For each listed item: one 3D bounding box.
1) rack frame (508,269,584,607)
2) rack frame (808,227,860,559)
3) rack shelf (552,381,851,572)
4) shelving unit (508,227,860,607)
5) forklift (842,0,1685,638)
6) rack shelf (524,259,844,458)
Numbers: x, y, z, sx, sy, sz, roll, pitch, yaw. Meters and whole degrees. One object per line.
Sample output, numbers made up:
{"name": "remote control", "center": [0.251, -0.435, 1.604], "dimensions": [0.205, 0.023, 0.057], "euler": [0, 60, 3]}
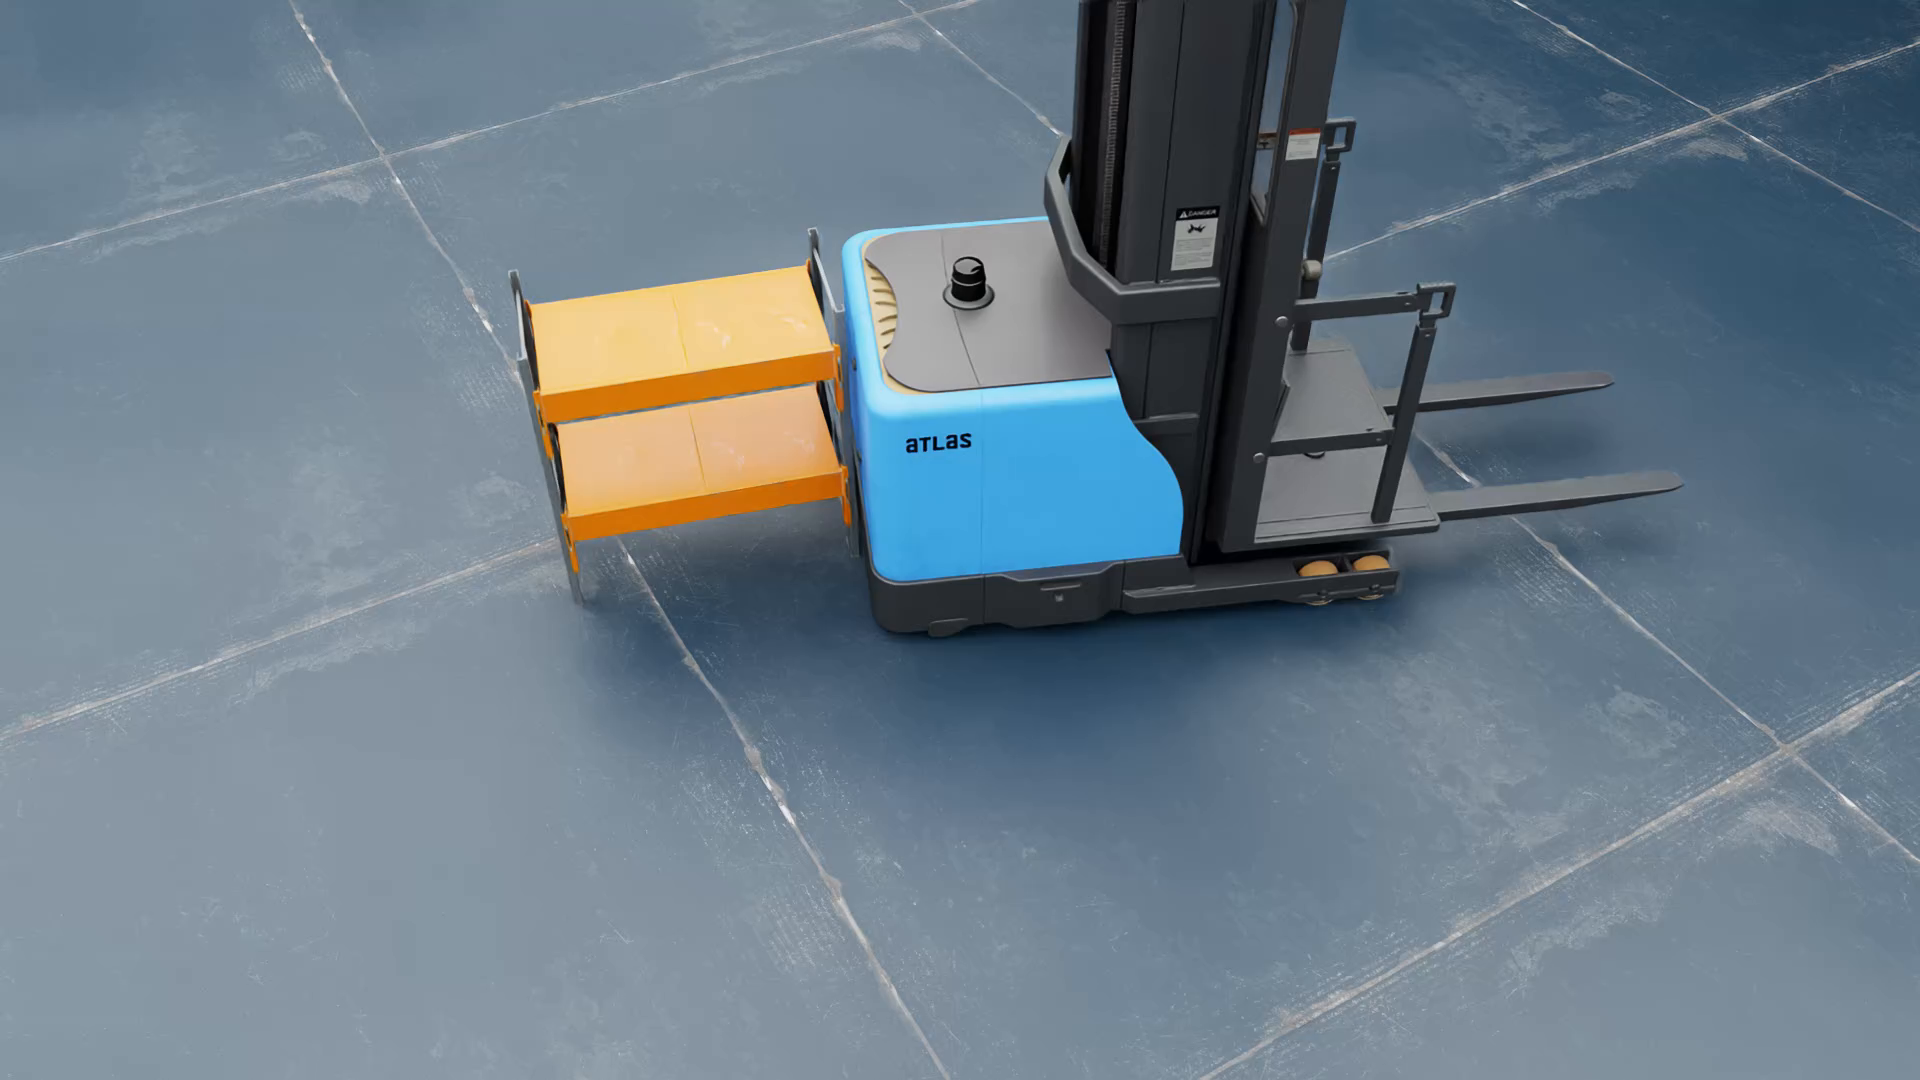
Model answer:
{"name": "rack frame", "center": [-1.435, -0.332, 5.784], "dimensions": [0.032, 1.125, 0.500], "euler": [-10, 45, -10]}
{"name": "rack frame", "center": [-0.450, -0.506, 5.964], "dimensions": [0.032, 1.125, 0.500], "euler": [-10, 45, -10]}
{"name": "rack shelf", "center": [-0.943, -0.243, 6.044], "dimensions": [1.000, 0.278, 0.538], "euler": [-10, 45, -10]}
{"name": "shelving unit", "center": [-0.943, -0.419, 5.874], "dimensions": [1.048, 1.125, 0.538], "euler": [-10, 45, -10]}
{"name": "forklift", "center": [1.133, -1.177, 5.358], "dimensions": [3.031, 2.935, 1.130], "euler": [-6, 44, -6]}
{"name": "rack shelf", "center": [-0.943, -0.629, 5.670], "dimensions": [1.000, 0.278, 0.538], "euler": [-10, 45, -10]}
